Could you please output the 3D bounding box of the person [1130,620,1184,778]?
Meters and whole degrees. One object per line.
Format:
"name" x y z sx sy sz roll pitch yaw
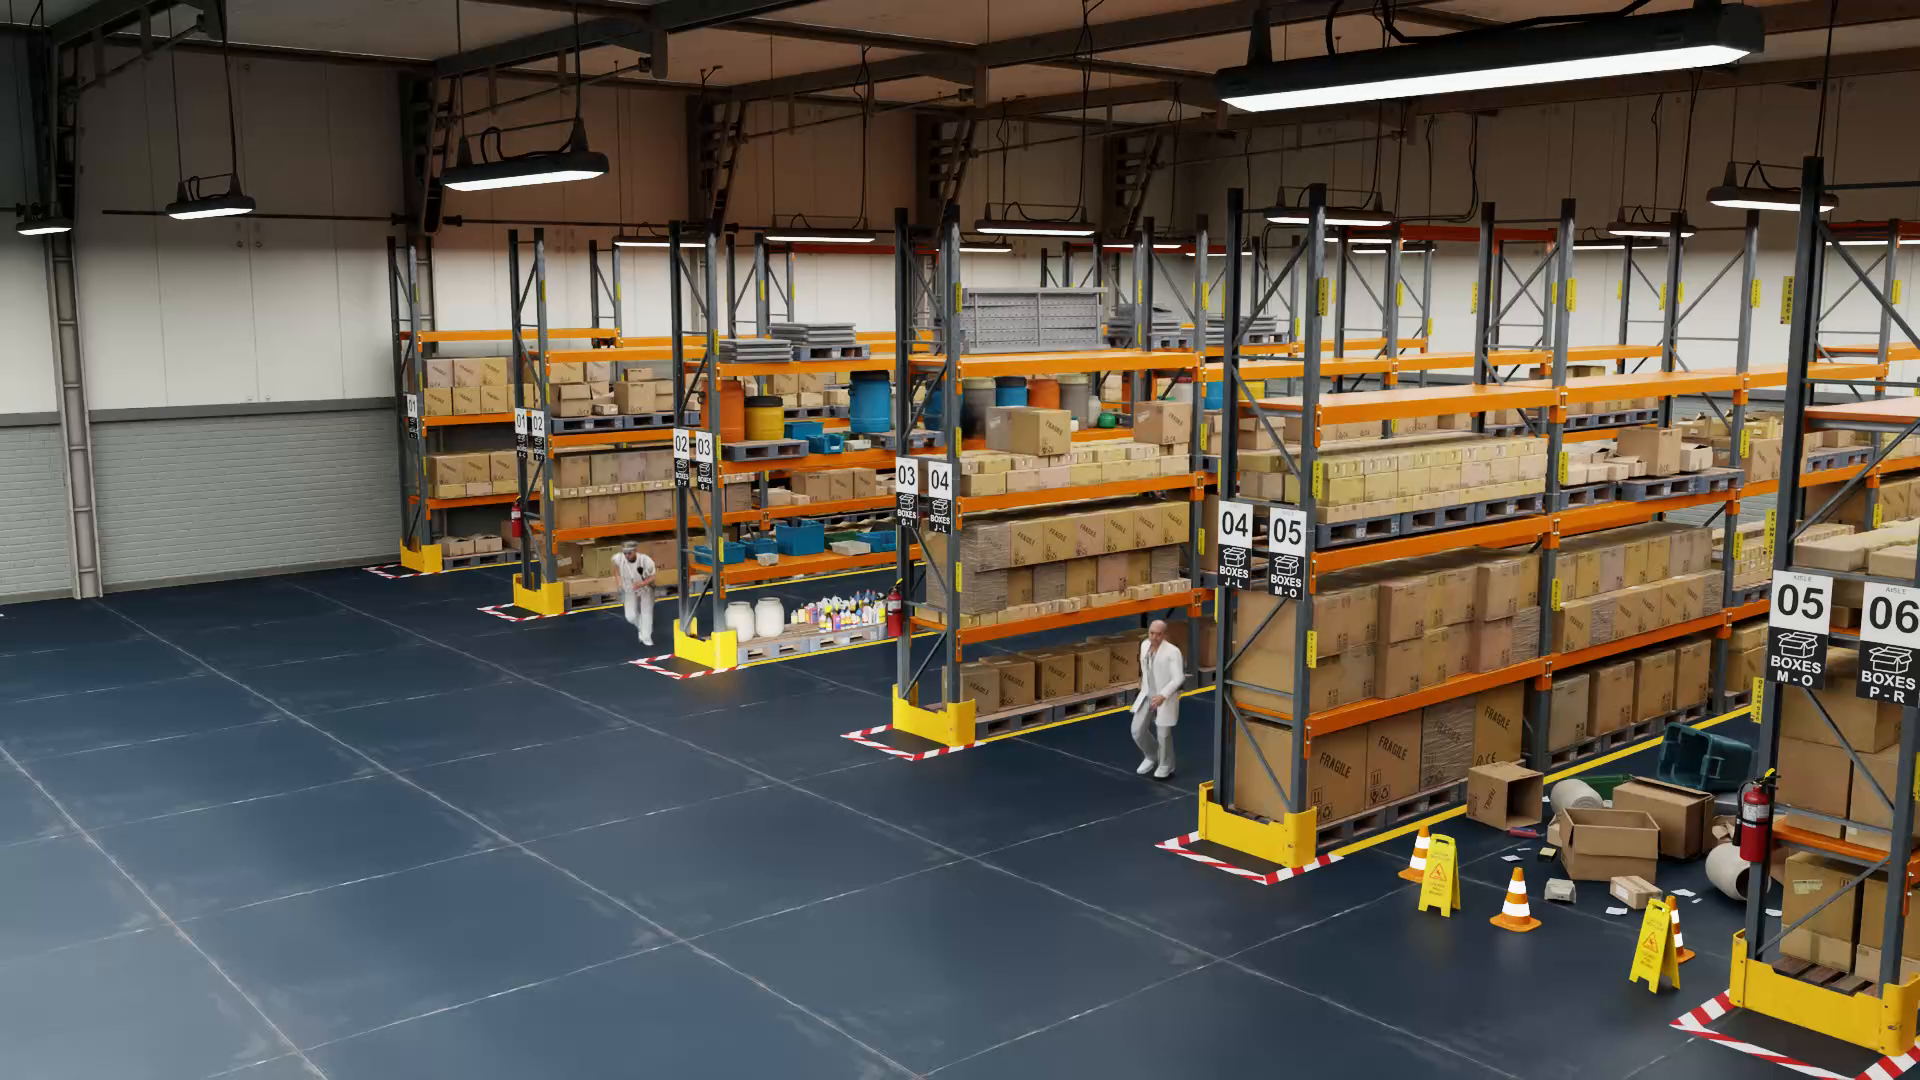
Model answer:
"person" 2.047 1.666 17.228 0.669 1.726 0.879 6 11 35

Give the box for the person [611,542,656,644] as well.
"person" -4.656 0.761 23.733 0.694 1.566 0.865 1 9 6
